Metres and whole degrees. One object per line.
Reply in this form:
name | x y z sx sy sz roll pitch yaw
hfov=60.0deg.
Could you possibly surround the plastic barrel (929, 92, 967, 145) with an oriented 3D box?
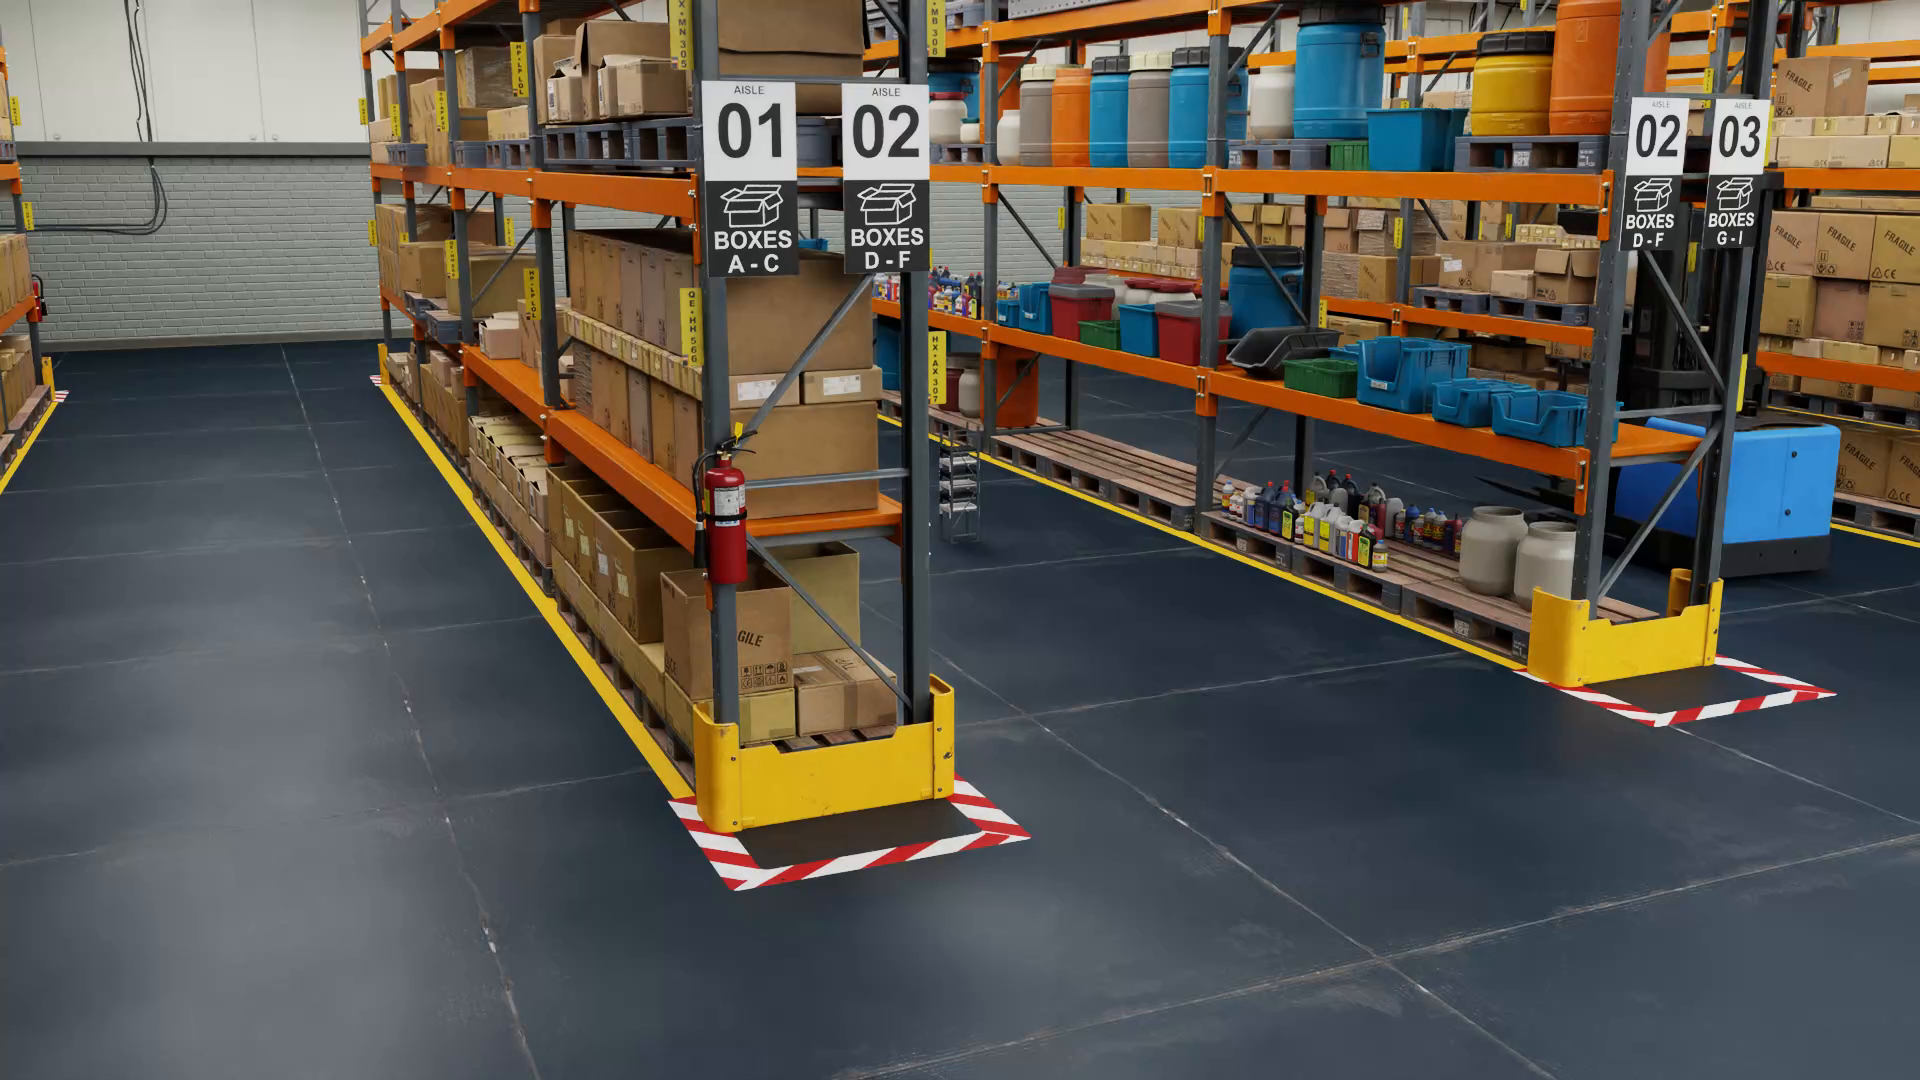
plastic barrel | -0.133 -4.446 17.544 0.433 0.535 0.433 0 13 0

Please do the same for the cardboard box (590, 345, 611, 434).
cardboard box | -1.822 -0.938 10.047 0.700 0.500 0.500 -6 14 -24

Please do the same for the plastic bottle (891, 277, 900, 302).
plastic bottle | -0.680 -2.806 18.617 0.152 0.276 0.135 -6 14 -23

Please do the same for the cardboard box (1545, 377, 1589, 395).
cardboard box | 6.231 -1.324 16.504 0.700 0.500 0.500 -7 15 -28

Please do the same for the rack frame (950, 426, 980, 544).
rack frame | 0.037 -0.419 12.685 0.240 0.900 0.006 -6 14 -23

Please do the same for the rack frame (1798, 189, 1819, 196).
rack frame | 15.675 -5.806 31.303 1.000 3.000 0.127 -6 14 -23

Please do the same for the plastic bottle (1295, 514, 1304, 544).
plastic bottle | 2.428 -0.082 11.803 0.097 0.201 0.097 0 13 0

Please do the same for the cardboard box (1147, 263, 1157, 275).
cardboard box | 2.816 -3.759 23.016 0.380 0.149 0.250 -5 14 -22

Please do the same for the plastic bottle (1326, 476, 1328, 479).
plastic bottle | 2.812 -0.356 12.806 0.061 0.283 0.133 -5 14 -20

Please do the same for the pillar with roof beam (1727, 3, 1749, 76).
pillar with roof beam | 11.477 -8.978 31.705 9.100 9.000 0.400 -6 14 -23

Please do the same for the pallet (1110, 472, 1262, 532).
pallet | 1.967 -0.335 13.851 1.003 0.211 1.213 -6 14 -23

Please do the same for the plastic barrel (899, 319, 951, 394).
plastic barrel | -0.401 -2.110 19.056 0.600 0.901 0.708 -6 14 -23

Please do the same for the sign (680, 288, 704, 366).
sign | -1.123 -0.895 6.993 0.100 0.325 0.005 -6 14 -23

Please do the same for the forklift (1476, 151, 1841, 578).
forklift | 5.193 -1.451 12.638 1.130 2.935 3.031 -4 14 -17

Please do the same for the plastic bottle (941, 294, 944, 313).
plastic bottle | -0.155 -2.483 17.388 0.097 0.201 0.097 0 13 0

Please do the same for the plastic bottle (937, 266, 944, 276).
plastic bottle | -0.219 -3.004 19.304 0.144 0.351 0.185 -6 14 -23

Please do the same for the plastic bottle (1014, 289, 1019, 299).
plastic bottle | 0.653 -2.515 17.360 0.152 0.276 0.135 -6 14 -23

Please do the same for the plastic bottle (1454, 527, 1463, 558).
plastic bottle | 3.437 0.016 11.378 0.097 0.201 0.097 0 13 0

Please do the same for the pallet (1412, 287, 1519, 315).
pallet | 5.636 -2.578 17.781 1.213 0.211 1.003 -6 14 -23

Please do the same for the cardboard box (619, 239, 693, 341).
cardboard box | -1.436 -1.367 9.025 0.700 0.500 0.500 -6 14 -23

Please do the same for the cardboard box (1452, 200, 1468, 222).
cardboard box | 7.588 -4.922 24.386 0.500 0.500 0.500 -6 14 -25

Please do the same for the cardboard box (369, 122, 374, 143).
cardboard box | -7.062 -5.070 20.695 0.500 0.250 0.500 -6 14 -23

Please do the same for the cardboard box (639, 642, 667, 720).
cardboard box | -1.317 0.687 8.418 0.500 0.250 0.500 -6 14 -23

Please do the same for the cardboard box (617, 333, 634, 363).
cardboard box | -1.669 -1.060 9.139 0.380 0.149 0.250 -6 14 -23

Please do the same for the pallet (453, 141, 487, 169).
pallet | -3.471 -3.152 13.603 1.213 0.211 1.003 -5 14 -20

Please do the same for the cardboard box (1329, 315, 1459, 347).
cardboard box | 4.996 -2.123 19.170 1.225 0.875 0.875 -6 14 -26

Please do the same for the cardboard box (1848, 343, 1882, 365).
cardboard box | 7.279 -1.480 13.168 0.380 0.149 0.250 -6 14 -23

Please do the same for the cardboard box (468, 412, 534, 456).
cardboard box | -3.884 -0.918 14.108 0.500 0.311 0.500 -5 14 -21

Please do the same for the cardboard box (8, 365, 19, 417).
cardboard box | -10.369 -1.548 17.517 0.700 0.500 0.500 -6 14 -24

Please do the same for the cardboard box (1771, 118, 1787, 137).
cardboard box | 6.872 -3.421 13.795 0.380 0.149 0.250 -6 14 -26

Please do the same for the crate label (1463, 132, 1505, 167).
crate label | 3.473 -2.514 10.758 0.502 0.251 0.408 -6 14 -23

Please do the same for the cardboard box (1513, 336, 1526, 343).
cardboard box | 8.385 -2.982 24.494 0.380 0.149 0.250 -6 14 -25

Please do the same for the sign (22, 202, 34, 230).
sign | -11.064 -3.845 19.738 0.100 0.325 0.005 -6 14 -23

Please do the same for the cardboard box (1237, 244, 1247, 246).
cardboard box | 3.808 -3.463 20.957 0.500 0.500 0.500 -6 14 -23

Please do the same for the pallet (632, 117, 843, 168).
pallet | -0.880 -1.829 7.663 1.003 0.211 1.213 -6 14 -23

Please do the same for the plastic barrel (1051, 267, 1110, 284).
plastic barrel | 1.179 -2.359 16.110 0.600 0.536 0.708 -6 14 -23

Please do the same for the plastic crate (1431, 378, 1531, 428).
plastic crate | 3.190 -0.847 10.208 0.499 0.251 0.408 -6 14 -23

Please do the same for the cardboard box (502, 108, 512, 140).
cardboard box | -3.365 -3.312 13.279 0.500 0.250 0.500 -5 14 -21

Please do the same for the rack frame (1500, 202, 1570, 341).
rack frame | 8.236 -4.062 23.770 1.000 3.000 0.127 -6 14 -23

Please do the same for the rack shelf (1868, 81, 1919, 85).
rack shelf | 16.477 -7.963 28.923 1.077 0.370 4.000 -6 14 -23

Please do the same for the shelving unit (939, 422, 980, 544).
shelving unit | -0.003 -0.440 12.776 0.258 0.900 0.210 -6 14 -23

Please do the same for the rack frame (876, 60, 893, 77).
rack frame | -0.887 -6.111 19.315 1.000 3.000 0.127 -6 14 -23

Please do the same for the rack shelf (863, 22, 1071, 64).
rack shelf | -0.086 -5.152 17.656 1.077 0.370 4.000 -6 14 -23

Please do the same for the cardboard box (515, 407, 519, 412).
cardboard box | -3.960 -1.139 15.706 0.500 0.500 0.500 -6 14 -25

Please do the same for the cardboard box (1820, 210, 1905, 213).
cardboard box | 7.489 -2.492 13.885 0.500 0.500 0.500 -6 14 -23

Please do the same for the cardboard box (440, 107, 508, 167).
cardboard box | -4.031 -3.512 14.518 0.910 0.500 0.500 -6 14 -23

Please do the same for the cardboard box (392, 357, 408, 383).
cardboard box | -6.671 -2.098 20.404 0.500 0.250 0.500 -6 14 -23

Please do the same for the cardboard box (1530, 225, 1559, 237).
cardboard box | 8.090 -4.254 22.906 0.380 0.149 0.250 -5 14 -21

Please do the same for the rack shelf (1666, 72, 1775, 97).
rack shelf | 11.930 -7.321 27.027 1.077 0.370 4.000 -6 14 -23

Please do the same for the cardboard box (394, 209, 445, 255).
cardboard box | -6.075 -3.464 18.744 0.500 0.500 0.500 -6 14 -24

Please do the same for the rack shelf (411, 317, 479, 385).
rack shelf | -4.626 -1.978 16.358 1.077 0.370 4.000 -6 14 -23

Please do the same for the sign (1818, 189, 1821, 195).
sign | 16.192 -6.570 31.336 0.100 0.325 0.005 -6 14 -23
